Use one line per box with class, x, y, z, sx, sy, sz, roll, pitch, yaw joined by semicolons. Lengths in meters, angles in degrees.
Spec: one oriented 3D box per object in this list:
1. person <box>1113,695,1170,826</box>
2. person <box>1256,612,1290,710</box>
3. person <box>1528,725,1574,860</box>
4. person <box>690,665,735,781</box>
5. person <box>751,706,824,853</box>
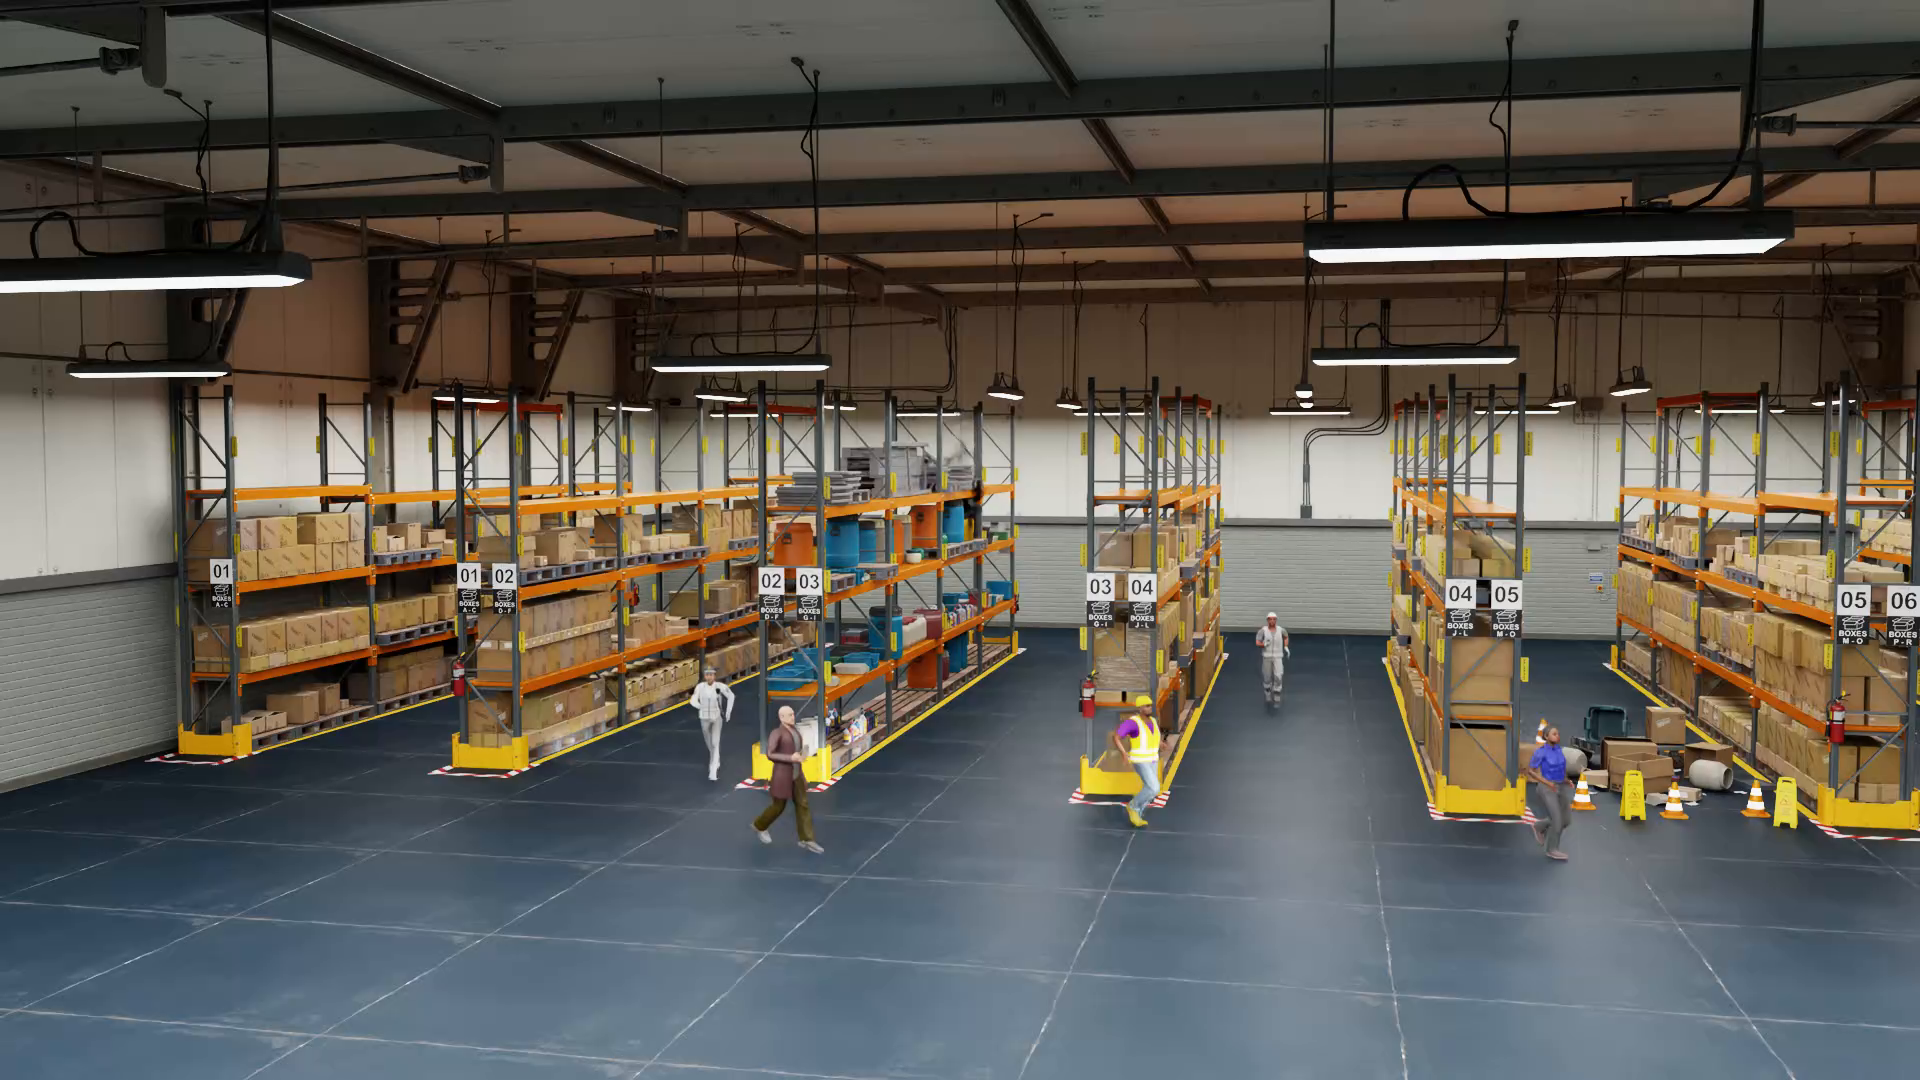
person;2.445;2.903;21.797;0.634;1.726;0.685;3;4;44
person;6.016;2.300;32.002;0.654;1.834;0.855;1;3;9
person;7.186;3.059;20.320;0.575;1.604;0.601;-2;4;-31
person;-3.783;2.747;25.348;0.645;1.715;0.901;0;3;6
person;-2.158;2.937;20.541;1.056;1.788;0.709;2;4;35
